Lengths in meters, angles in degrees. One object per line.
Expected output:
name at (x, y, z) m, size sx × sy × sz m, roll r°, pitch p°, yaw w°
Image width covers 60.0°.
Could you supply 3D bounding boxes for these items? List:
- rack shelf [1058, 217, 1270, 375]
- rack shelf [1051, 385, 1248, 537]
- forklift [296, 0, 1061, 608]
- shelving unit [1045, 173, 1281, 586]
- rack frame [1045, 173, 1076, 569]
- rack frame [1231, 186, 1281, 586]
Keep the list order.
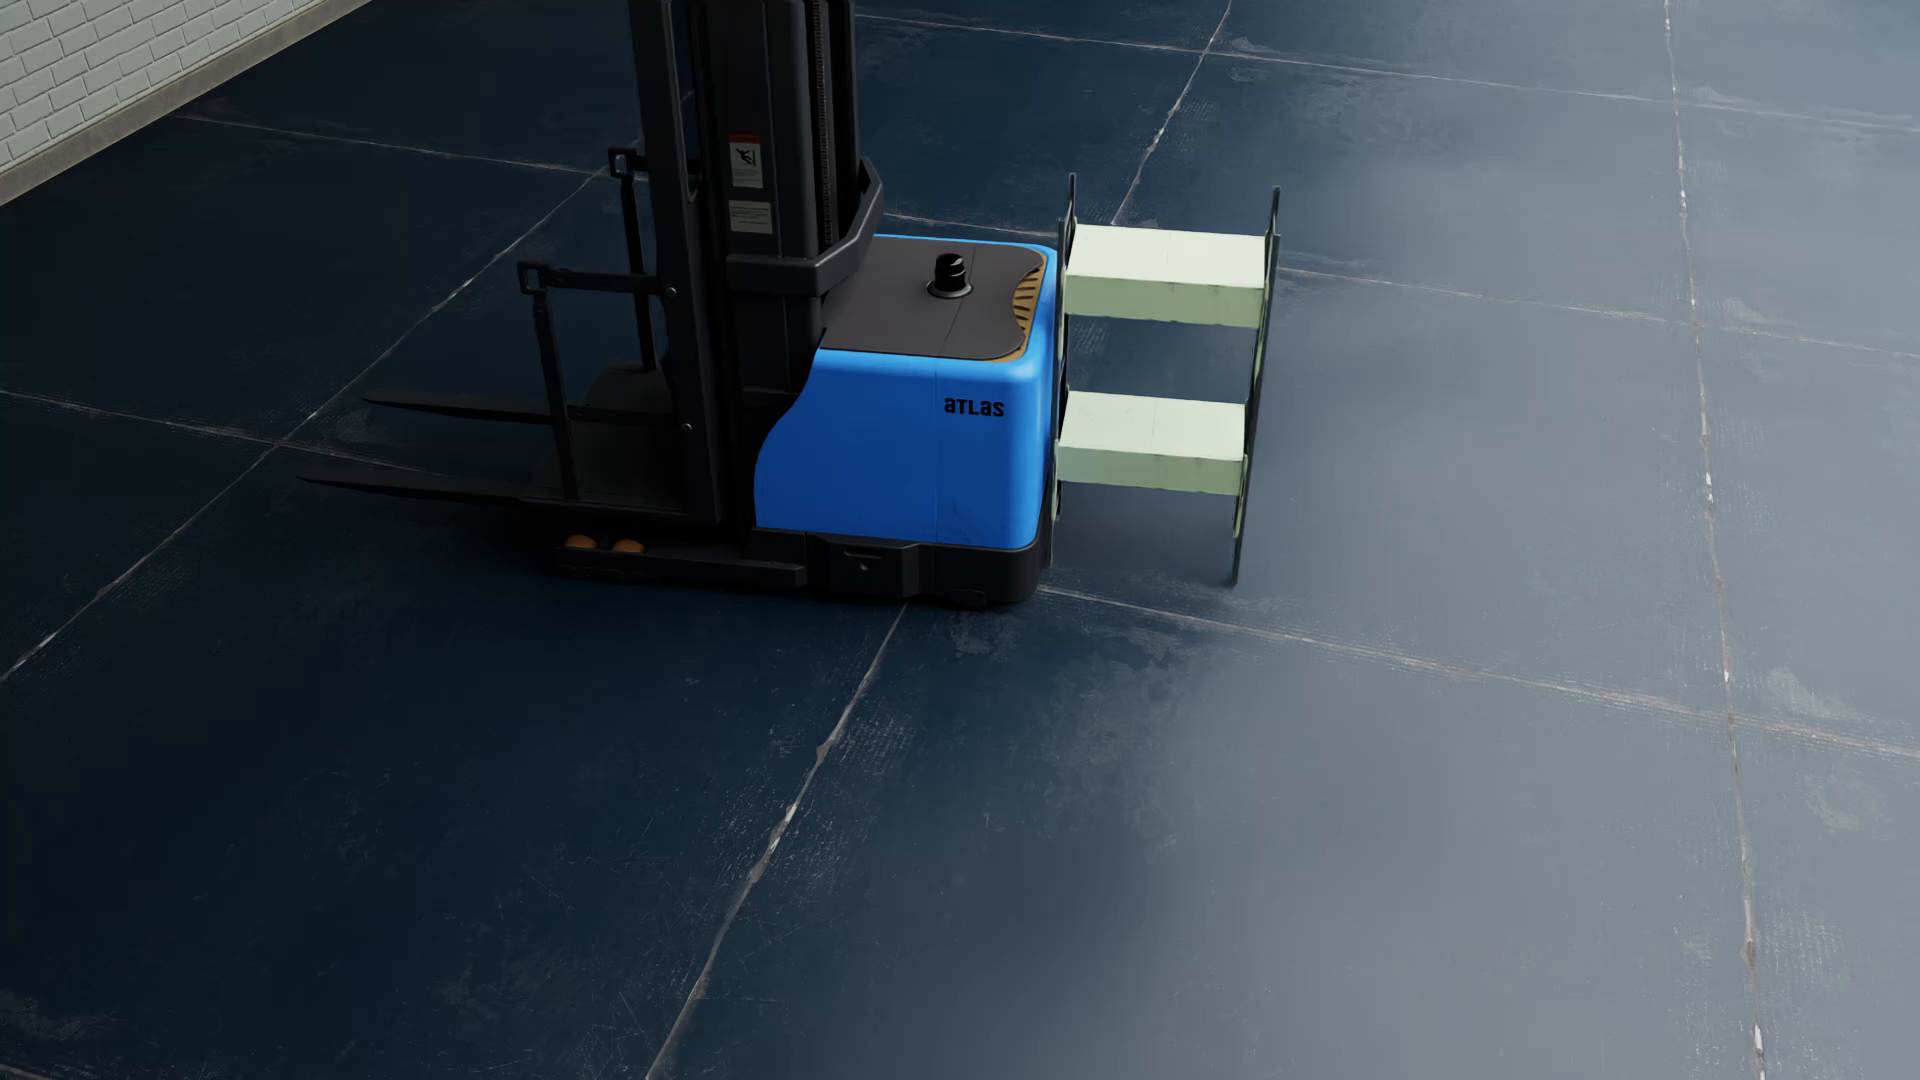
rack shelf at (0.741, -0.889, 6.034) m, size 0.720 × 0.370 × 0.431 m, roll 5°, pitch 37°, yaw 7°
rack shelf at (0.741, -0.312, 6.459) m, size 0.720 × 0.370 × 0.431 m, roll 5°, pitch 37°, yaw 7°
forklift at (-1.141, -1.319, 6.070) m, size 3.031 × 2.935 × 1.130 m, roll 5°, pitch 37°, yaw 7°
shelving unit at (0.741, -0.575, 6.266) m, size 0.755 × 1.500 × 0.431 m, roll 5°, pitch 37°, yaw 7°
rack frame at (0.379, -0.607, 6.310) m, size 0.023 × 1.500 × 0.400 m, roll 5°, pitch 37°, yaw 7°
rack frame at (1.103, -0.542, 6.221) m, size 0.023 × 1.500 × 0.400 m, roll 5°, pitch 37°, yaw 7°
